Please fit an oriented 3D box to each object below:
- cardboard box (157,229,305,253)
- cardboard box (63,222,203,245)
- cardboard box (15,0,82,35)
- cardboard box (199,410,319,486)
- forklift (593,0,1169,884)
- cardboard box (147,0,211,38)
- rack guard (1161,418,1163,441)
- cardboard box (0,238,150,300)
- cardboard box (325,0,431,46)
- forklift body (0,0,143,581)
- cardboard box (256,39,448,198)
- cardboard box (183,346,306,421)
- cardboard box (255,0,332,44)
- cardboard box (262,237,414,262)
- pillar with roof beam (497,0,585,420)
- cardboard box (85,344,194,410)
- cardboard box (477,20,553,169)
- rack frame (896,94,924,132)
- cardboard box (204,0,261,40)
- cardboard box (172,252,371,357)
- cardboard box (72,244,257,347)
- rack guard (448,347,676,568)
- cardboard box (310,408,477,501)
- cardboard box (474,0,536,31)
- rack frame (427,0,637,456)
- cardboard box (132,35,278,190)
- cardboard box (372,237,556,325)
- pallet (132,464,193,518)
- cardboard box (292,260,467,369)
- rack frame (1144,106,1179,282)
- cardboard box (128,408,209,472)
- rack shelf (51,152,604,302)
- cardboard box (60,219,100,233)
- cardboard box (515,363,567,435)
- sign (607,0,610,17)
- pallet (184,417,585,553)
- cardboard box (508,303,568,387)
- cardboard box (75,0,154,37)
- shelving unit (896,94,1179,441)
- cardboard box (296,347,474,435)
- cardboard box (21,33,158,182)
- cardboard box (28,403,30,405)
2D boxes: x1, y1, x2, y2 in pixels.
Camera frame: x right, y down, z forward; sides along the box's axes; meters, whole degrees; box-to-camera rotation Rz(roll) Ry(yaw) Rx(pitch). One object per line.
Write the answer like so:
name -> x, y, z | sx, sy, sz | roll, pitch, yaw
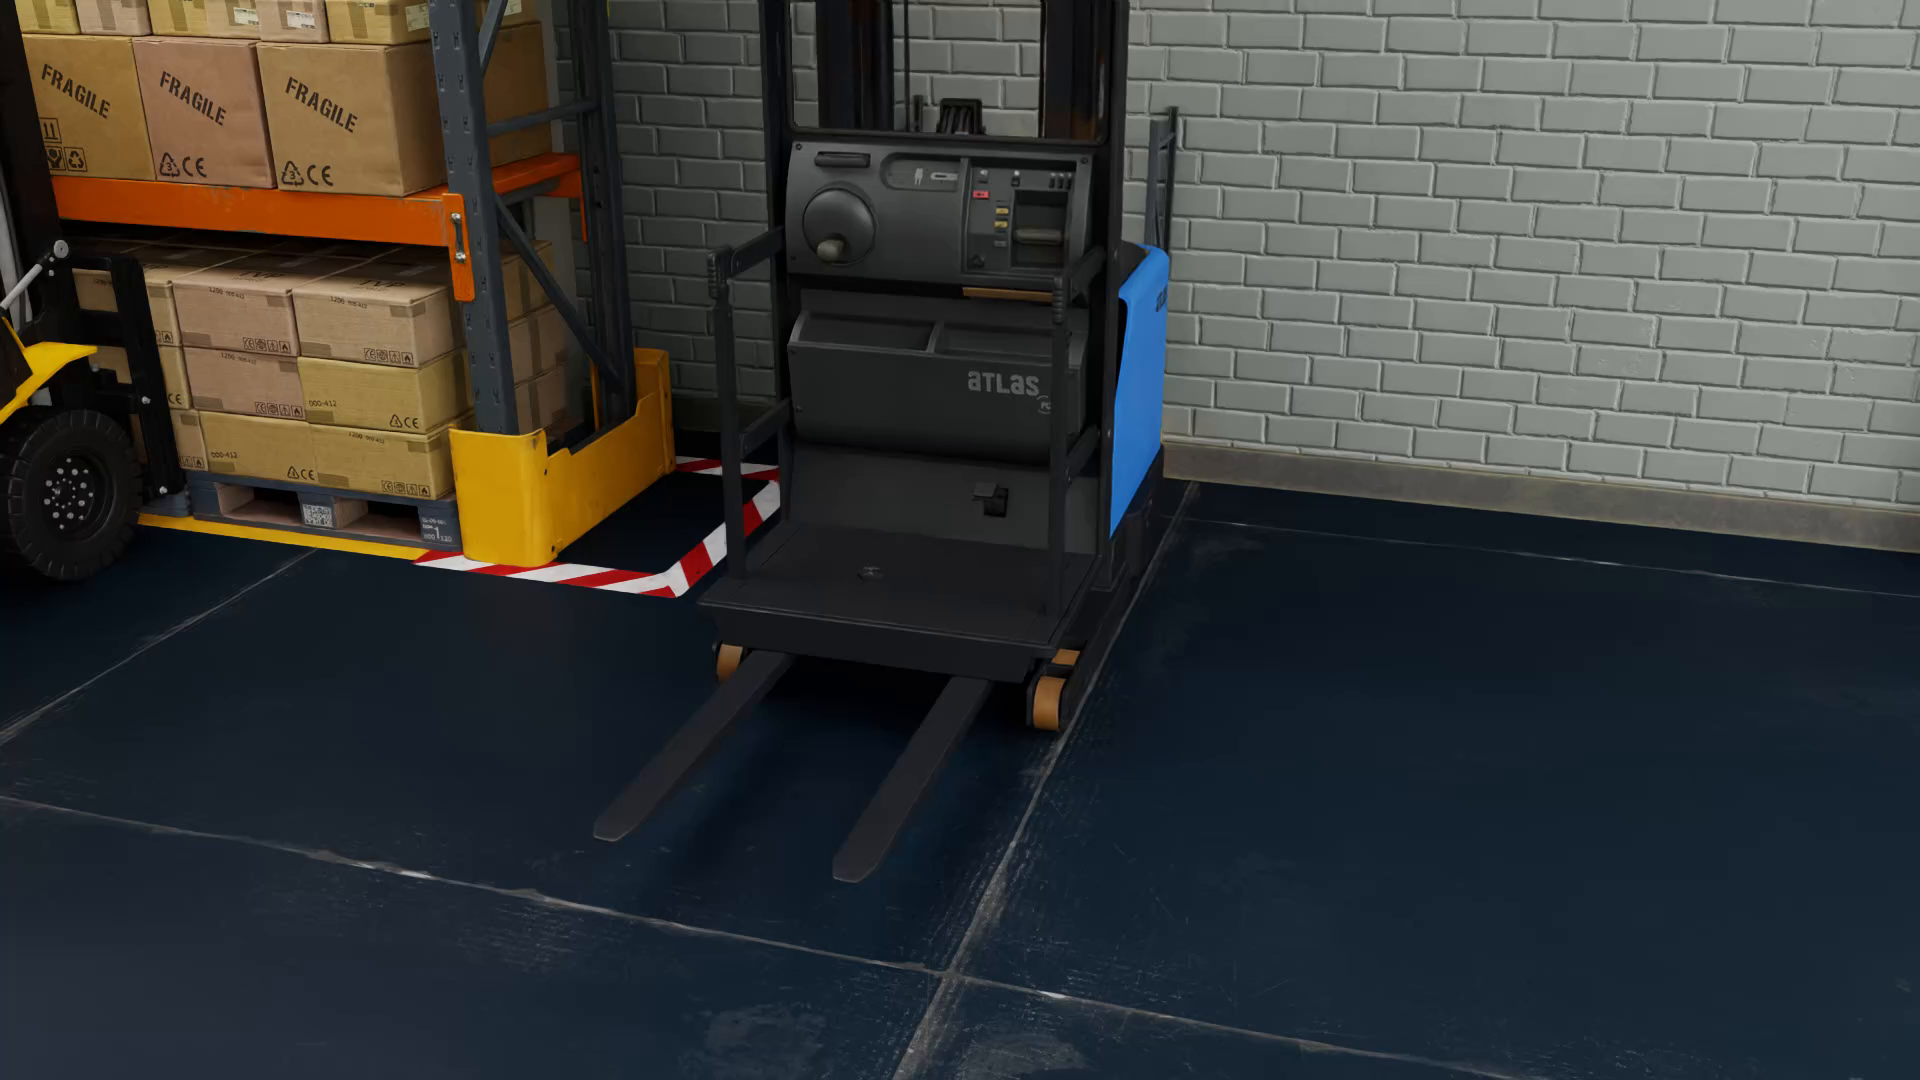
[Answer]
cardboard box -> -2.897, -1.134, 6.834 | 0.500, 0.250, 0.500 | 6, 23, 15
cardboard box -> -3.386, -1.192, 6.977 | 0.500, 0.250, 0.500 | 6, 23, 14
cardboard box -> -3.185, -1.930, 6.035 | 0.250, 0.149, 0.380 | 7, 23, 16
cardboard box -> -2.551, -0.432, 6.441 | 0.500, 0.250, 0.500 | 7, 23, 15
forklift -> -0.129, -0.957, 4.741 | 1.130, 2.935, 3.031 | 6, 23, 15
cardboard box -> -2.668, -1.897, 5.956 | 0.250, 0.149, 0.380 | 6, 23, 15
rack guard -> 0.718, -0.292, 6.628 | 0.087, 0.250, 0.587 | 6, 22, 14
cardboard box -> -3.527, -1.001, 6.510 | 0.500, 0.250, 0.500 | 6, 23, 14
cardboard box -> -1.950, -1.798, 5.714 | 0.250, 0.149, 0.380 | 7, 23, 16
forklift body -> -3.879, -0.668, 5.064 | 1.214, 2.155, 2.313 | 7, 23, 16
cardboard box -> -2.084, -1.520, 5.892 | 0.500, 0.500, 0.500 | 6, 23, 14
cardboard box -> -2.570, -0.667, 6.356 | 0.500, 0.250, 0.500 | 6, 23, 15
cardboard box -> -2.203, -1.815, 5.756 | 0.250, 0.149, 0.380 | 7, 23, 16
cardboard box -> -2.422, -1.075, 6.690 | 0.500, 0.250, 0.500 | 7, 23, 16
pillar with roof beam -> -3.187, -3.131, 2.044 | 0.400, 9.000, 9.100 | 7, 23, 16
cardboard box -> -3.071, -0.716, 6.475 | 0.500, 0.250, 0.500 | 6, 23, 14
cardboard box -> -1.931, -1.717, 6.371 | 0.500, 0.500, 0.500 | 7, 23, 17
rack frame -> -0.235, -0.983, 6.646 | 0.032, 1.500, 0.500 | 6, 22, 14
cardboard box -> -2.434, -1.866, 5.880 | 0.250, 0.149, 0.380 | 7, 23, 17
cardboard box -> -2.558, -0.891, 6.242 | 0.500, 0.250, 0.500 | 7, 23, 16
cardboard box -> -3.044, -0.943, 6.368 | 0.500, 0.250, 0.500 | 7, 23, 16
rack guard -> -1.514, -0.356, 6.480 | 0.348, 0.500, 1.175 | 7, 23, 16
cardboard box -> -2.078, -0.374, 6.299 | 0.500, 0.250, 0.500 | 7, 23, 16
cardboard box -> -1.787, -1.993, 6.190 | 0.250, 0.149, 0.380 | 6, 23, 14
rack frame -> -1.537, -1.515, 6.012 | 0.127, 3.000, 1.000 | 7, 23, 16
cardboard box -> -2.578, -1.580, 6.038 | 0.500, 0.500, 0.500 | 7, 23, 17
cardboard box -> -1.942, -1.021, 6.560 | 0.500, 0.250, 0.500 | 6, 23, 15
pallet -> -3.445, -0.428, 7.036 | 1.213, 0.211, 1.003 | 7, 23, 15
cardboard box -> -2.068, -0.837, 6.111 | 0.500, 0.250, 0.500 | 7, 23, 17
rack frame -> 0.746, -0.874, 6.400 | 0.032, 1.500, 0.500 | 6, 22, 14
cardboard box -> -3.028, -0.490, 6.582 | 0.500, 0.250, 0.500 | 7, 23, 16
rack shelf -> -3.452, -1.402, 6.683 | 4.000, 0.370, 1.077 | 7, 23, 16
cardboard box -> -3.870, -1.244, 7.104 | 0.500, 0.250, 0.500 | 7, 23, 16
cardboard box -> -1.951, -0.562, 6.758 | 0.500, 0.250, 0.500 | 7, 23, 16
sign -> -1.371, -2.153, 6.322 | 0.005, 0.325, 0.100 | 7, 23, 16
pallet -> -2.281, -0.294, 6.708 | 1.213, 0.211, 1.003 | 7, 23, 16
cardboard box -> -1.927, -0.796, 6.668 | 0.500, 0.250, 0.500 | 7, 23, 16
cardboard box -> -2.937, -1.909, 5.985 | 0.250, 0.149, 0.380 | 6, 23, 14
shelving unit -> 0.247, -0.929, 6.525 | 1.083, 1.500, 0.587 | 6, 22, 14
cardboard box -> -2.093, -0.609, 6.212 | 0.500, 0.250, 0.500 | 6, 23, 15
cardboard box -> -3.069, -1.636, 6.175 | 0.500, 0.500, 0.500 | 6, 23, 14
cardboard box -> -3.531, -0.539, 6.701 | 0.500, 0.250, 0.500 | 7, 23, 17
